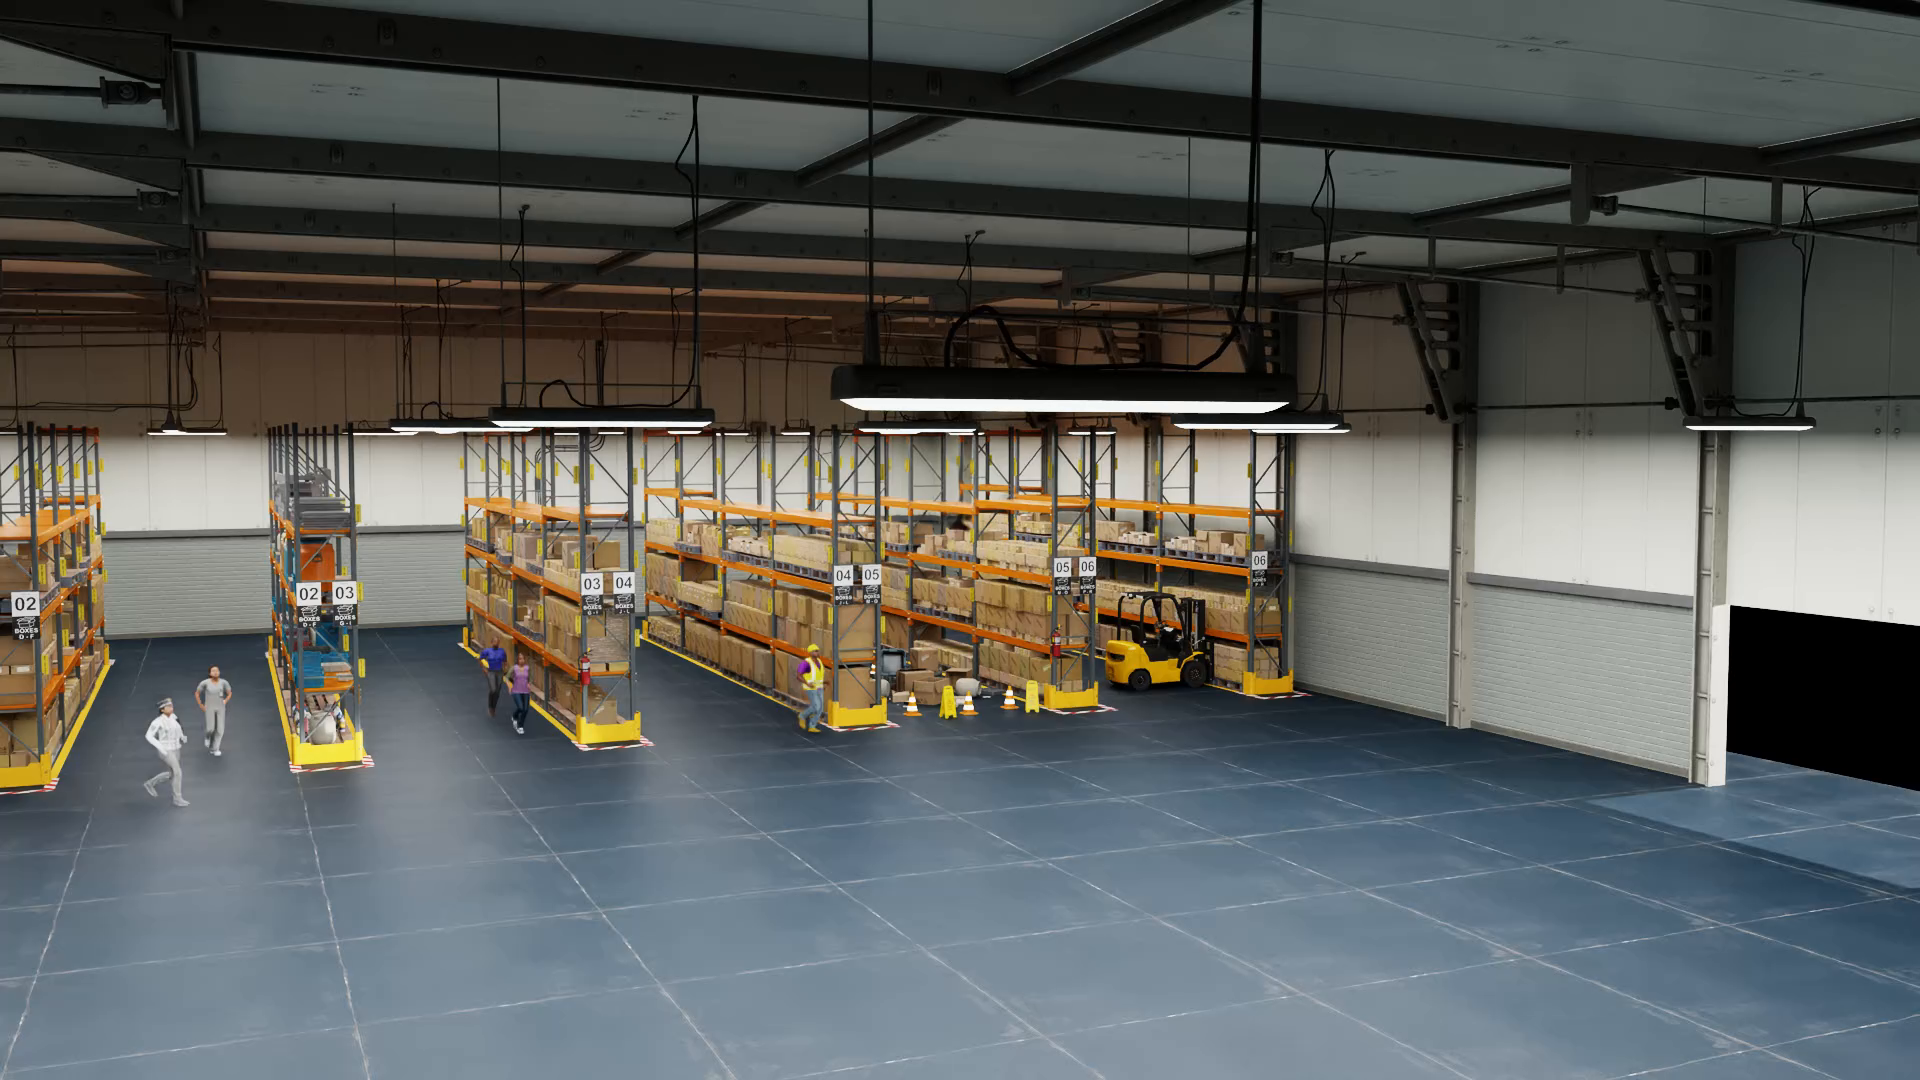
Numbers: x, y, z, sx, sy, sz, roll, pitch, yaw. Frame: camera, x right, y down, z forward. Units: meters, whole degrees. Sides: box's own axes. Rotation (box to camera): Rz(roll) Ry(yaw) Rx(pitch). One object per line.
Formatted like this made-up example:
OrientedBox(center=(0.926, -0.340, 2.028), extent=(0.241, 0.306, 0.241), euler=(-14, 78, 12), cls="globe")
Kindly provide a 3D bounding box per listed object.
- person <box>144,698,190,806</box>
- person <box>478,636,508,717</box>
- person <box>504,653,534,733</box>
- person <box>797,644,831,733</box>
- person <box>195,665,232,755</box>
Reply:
OrientedBox(center=(-12.420, 3.302, 26.015), extent=(0.765, 1.697, 0.611), euler=(1, 4, 11), cls="person")
OrientedBox(center=(-9.578, 2.817, 34.244), extent=(0.549, 1.672, 0.686), euler=(-2, 4, -35), cls="person")
OrientedBox(center=(-8.492, 2.974, 32.178), extent=(0.524, 1.559, 0.539), euler=(-2, 4, -32), cls="person")
OrientedBox(center=(-2.858, 2.884, 32.332), extent=(0.576, 1.721, 0.682), euler=(2, 4, 34), cls="person")
OrientedBox(center=(-13.477, 3.074, 30.076), extent=(0.611, 1.623, 0.538), euler=(-2, 4, -32), cls="person")
